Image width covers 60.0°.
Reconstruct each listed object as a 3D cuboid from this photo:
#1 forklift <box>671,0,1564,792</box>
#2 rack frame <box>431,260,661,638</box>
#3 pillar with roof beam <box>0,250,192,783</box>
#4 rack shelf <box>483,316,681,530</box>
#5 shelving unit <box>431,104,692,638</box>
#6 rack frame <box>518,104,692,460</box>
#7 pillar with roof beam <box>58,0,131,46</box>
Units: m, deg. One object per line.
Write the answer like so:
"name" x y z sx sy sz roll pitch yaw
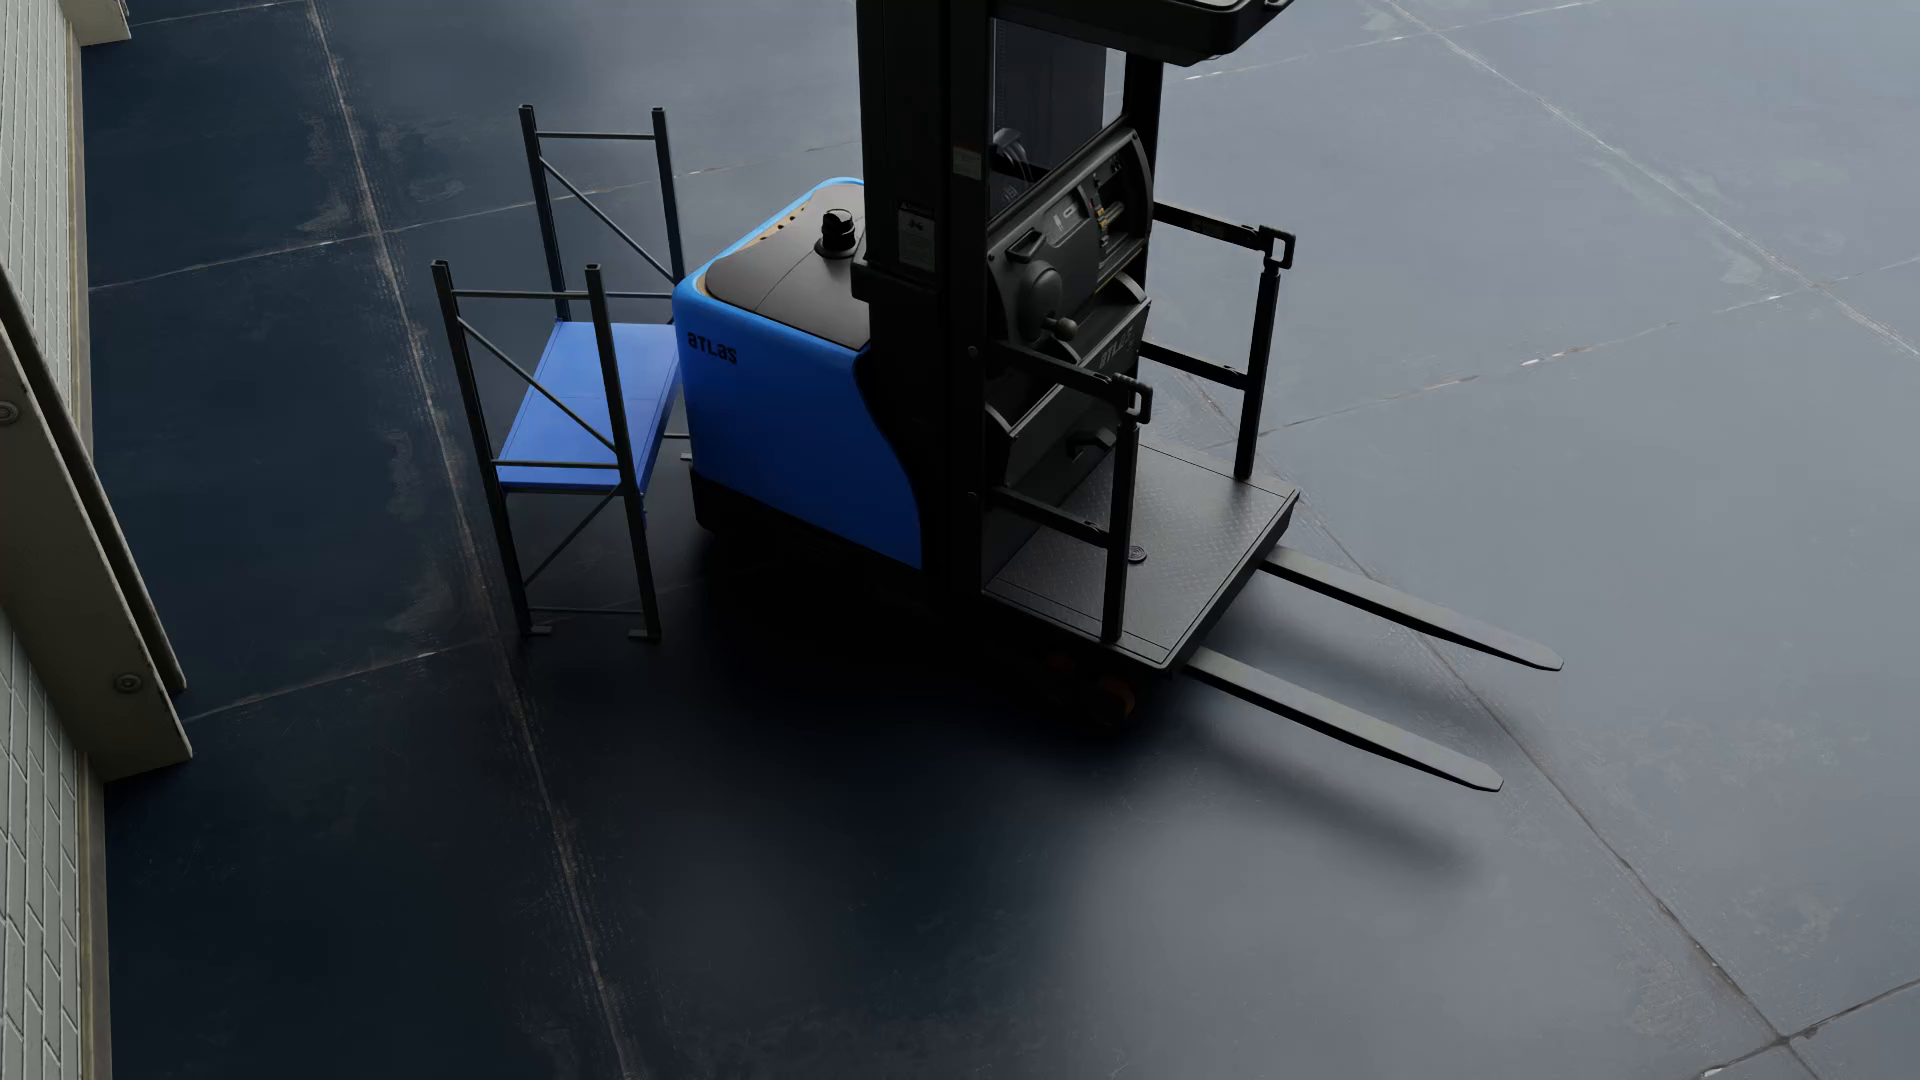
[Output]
"forklift" 0.526 -0.894 5.041 3.031 2.935 1.130 22 46 24
"rack frame" -1.305 -0.241 5.380 0.500 1.500 0.032 2 41 2
"pillar with roof beam" 1.256 -3.855 3.831 9.100 9.000 0.400 -15 43 -17
"rack shelf" -1.279 -0.436 5.882 0.538 0.185 1.000 2 41 2
"shelving unit" -1.279 -0.572 5.764 0.538 1.500 1.048 2 41 2
"rack frame" -1.253 -0.903 6.149 0.500 1.500 0.032 2 41 2
"pillar with roof beam" -1.040 -7.469 8.034 9.100 9.000 0.400 -15 43 -17
